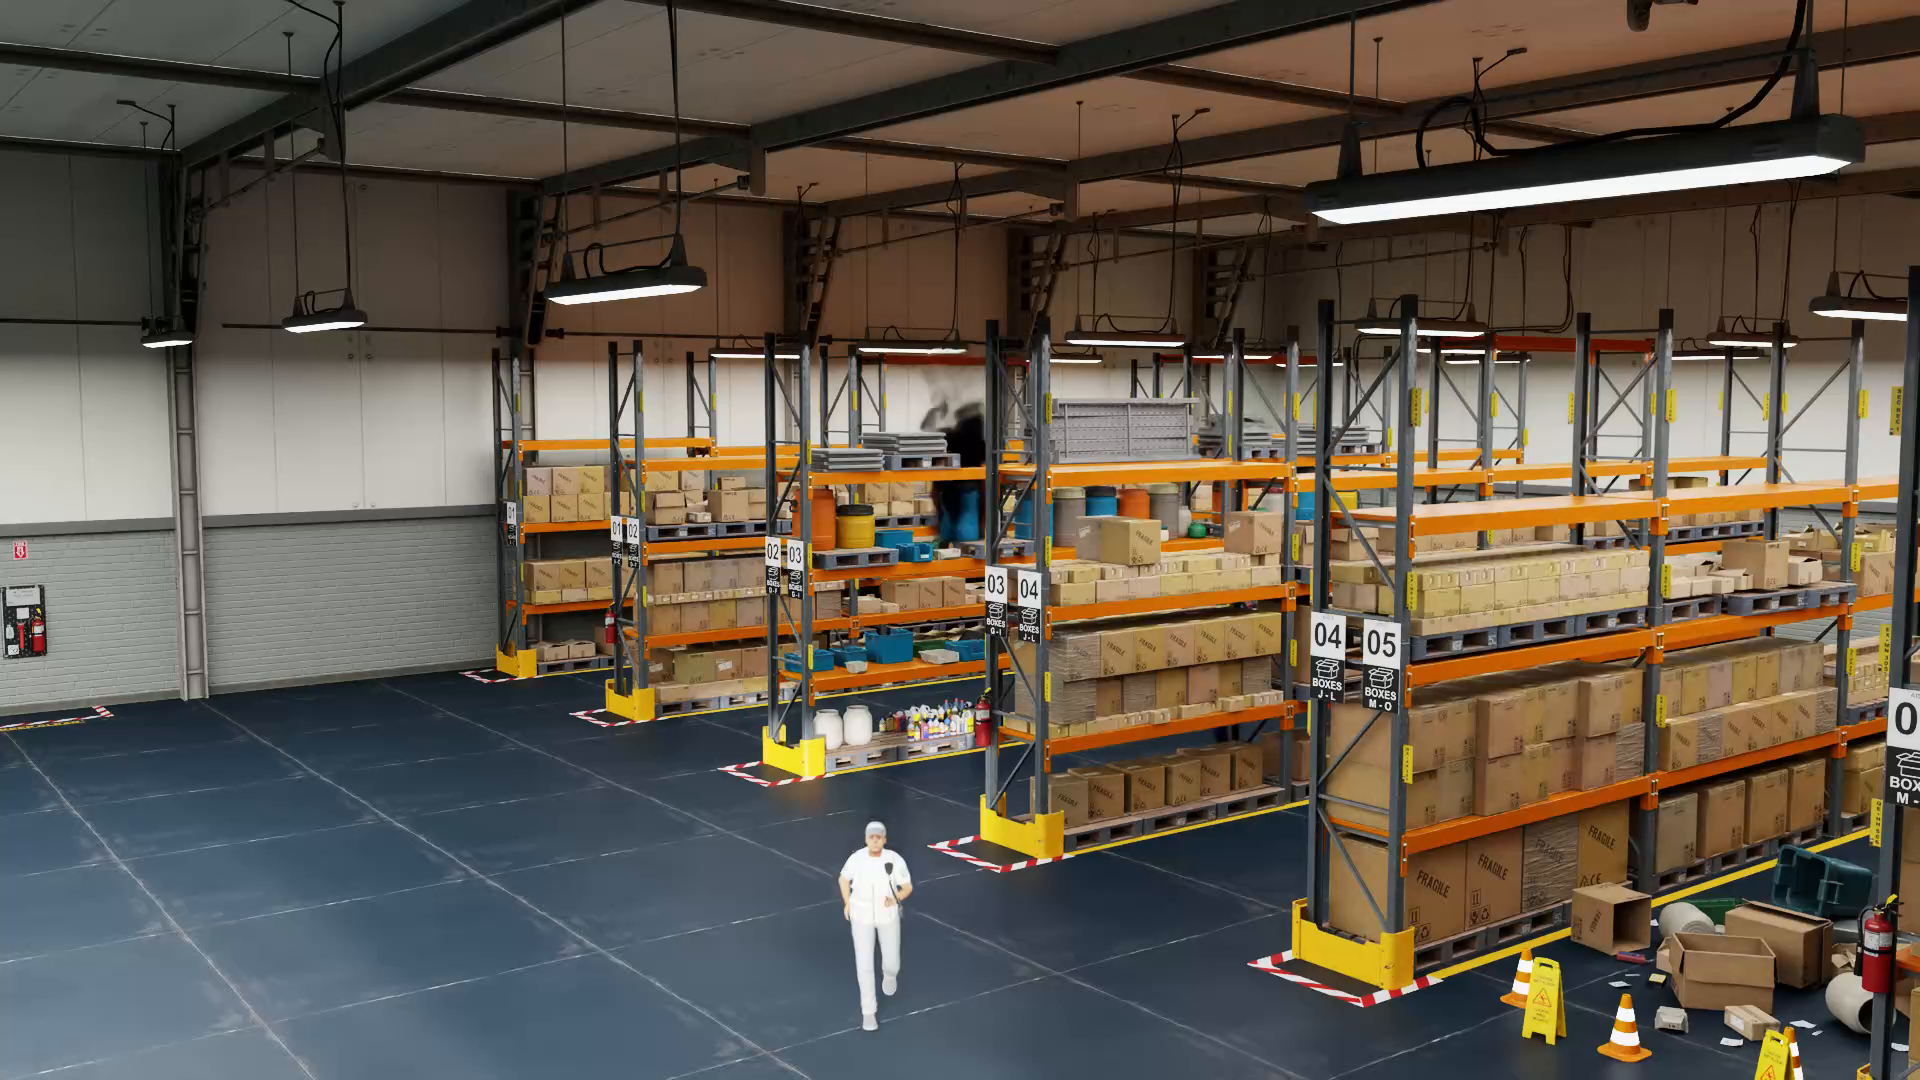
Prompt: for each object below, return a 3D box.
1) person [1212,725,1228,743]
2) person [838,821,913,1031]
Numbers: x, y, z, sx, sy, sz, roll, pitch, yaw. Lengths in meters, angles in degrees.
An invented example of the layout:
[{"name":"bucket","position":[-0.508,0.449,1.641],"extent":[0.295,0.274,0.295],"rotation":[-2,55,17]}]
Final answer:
[{"name":"person","position":[3.634,2.331,23.107],"extent":[0.629,1.656,0.586],"rotation":[-4,7,-40]},{"name":"person","position":[-0.703,3.138,13.794],"extent":[0.620,1.634,0.823],"rotation":[0,5,-1]}]
